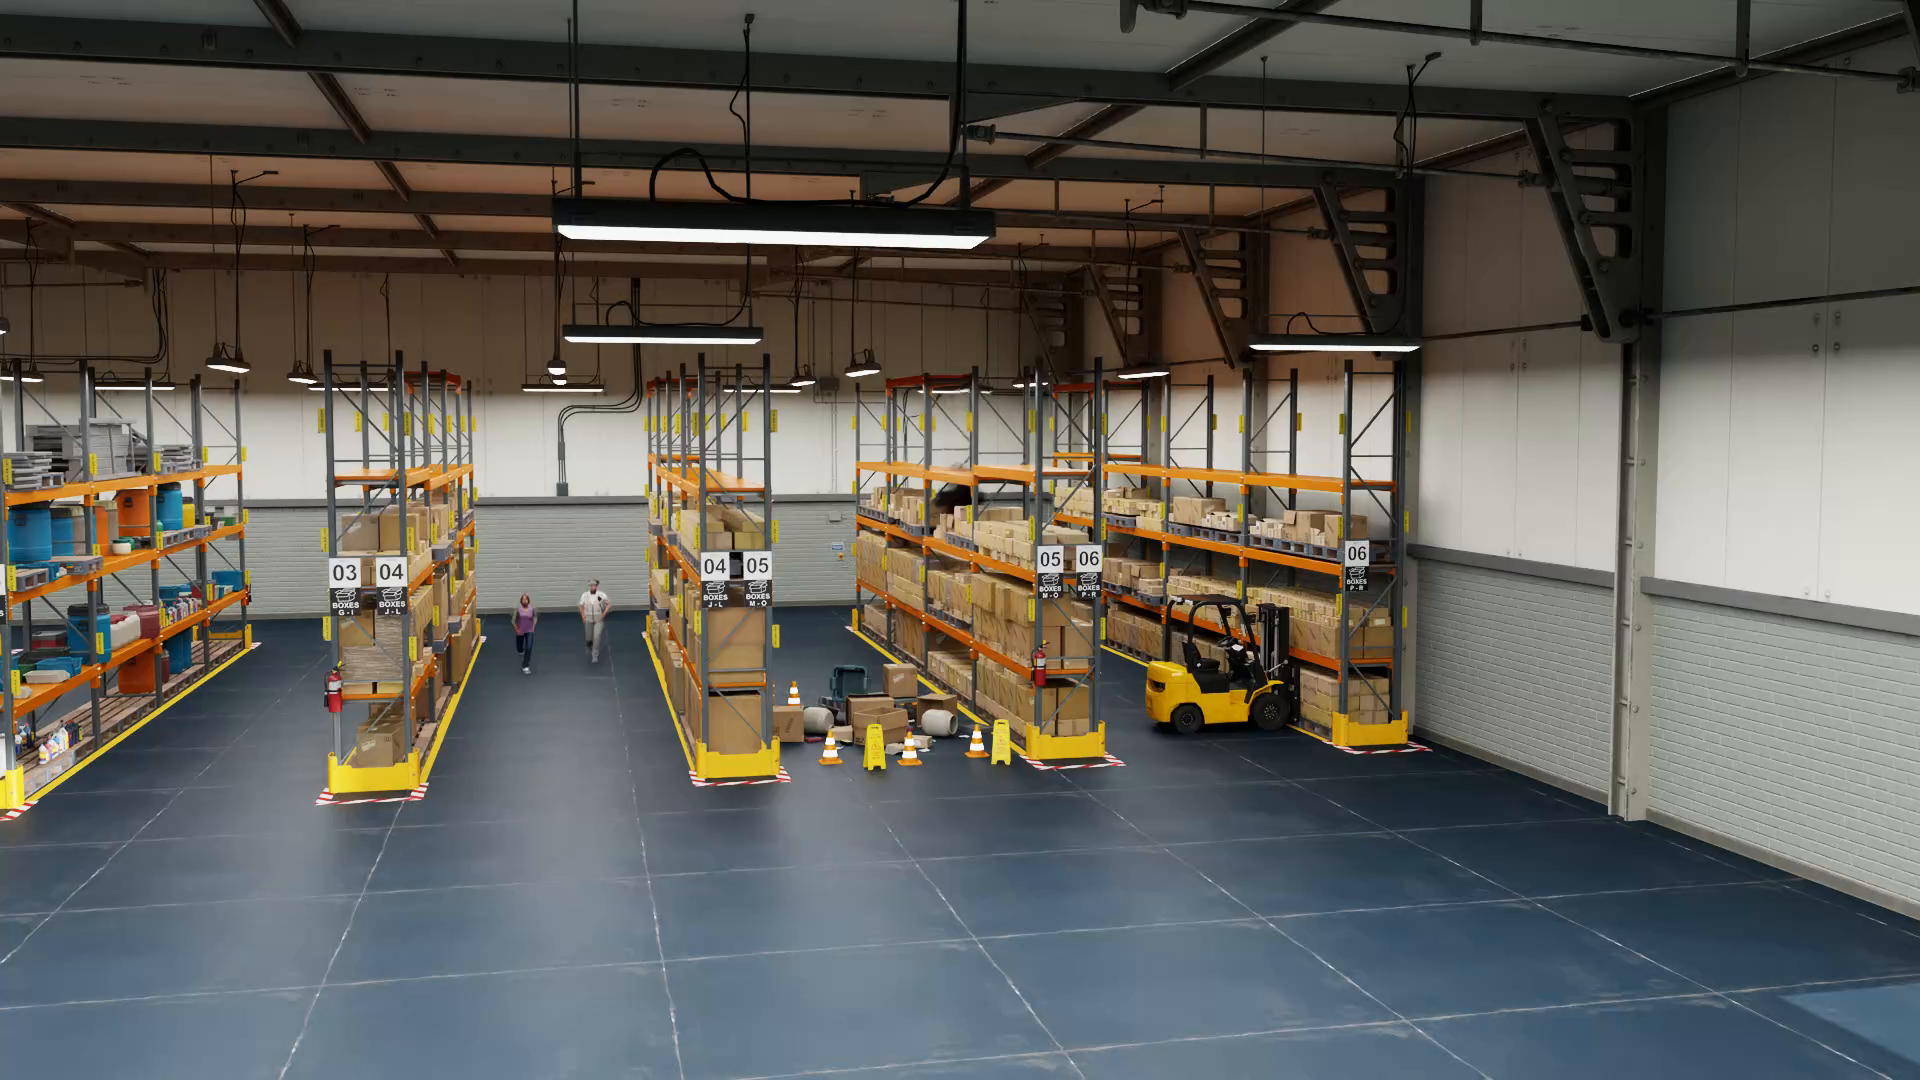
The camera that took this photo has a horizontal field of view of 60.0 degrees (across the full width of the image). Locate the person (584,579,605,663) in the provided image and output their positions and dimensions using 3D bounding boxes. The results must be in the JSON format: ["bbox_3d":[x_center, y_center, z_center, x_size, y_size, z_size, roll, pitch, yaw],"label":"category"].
[{"bbox_3d":[-7.753,1.687,35.252,0.442,1.767,0.685,0,4,-6],"label":"person"}]

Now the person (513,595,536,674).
[{"bbox_3d":[-8.843,1.895,33.796,0.497,1.571,0.844,-1,4,-15],"label":"person"}]
